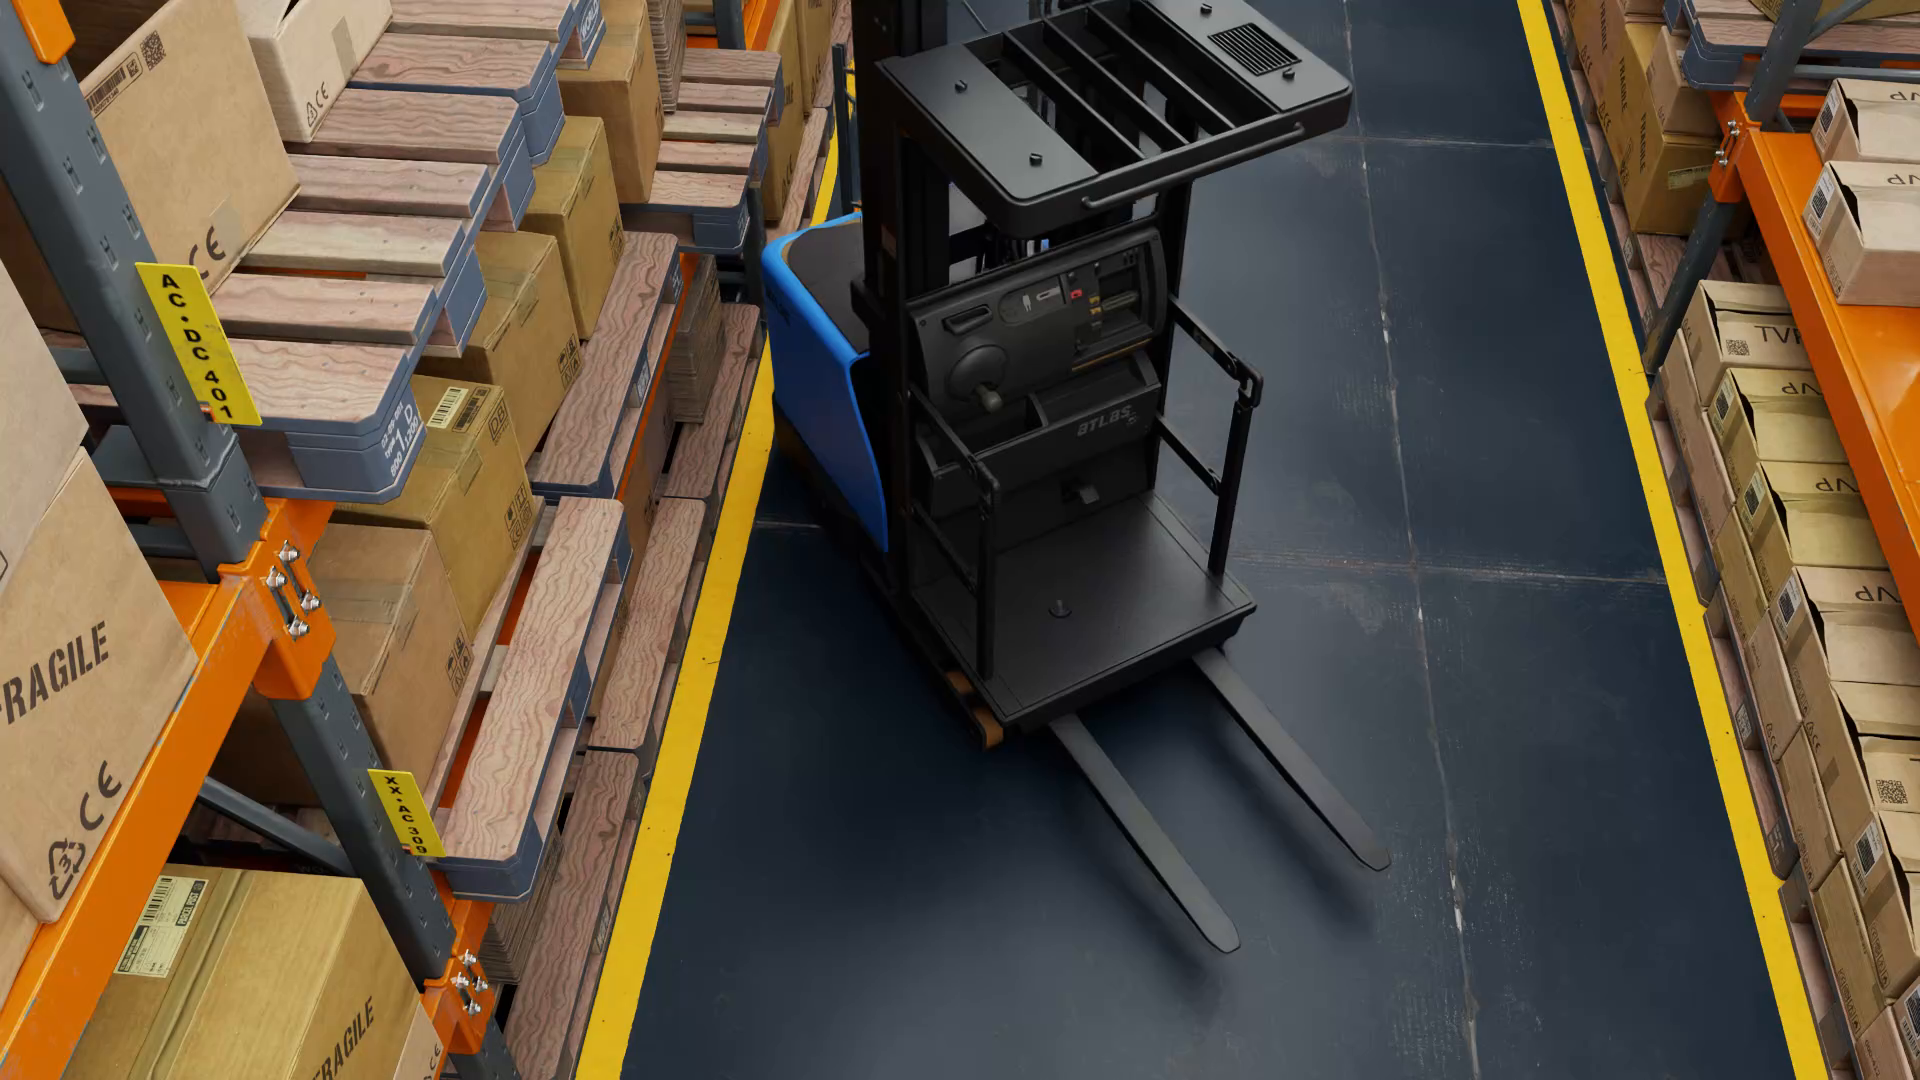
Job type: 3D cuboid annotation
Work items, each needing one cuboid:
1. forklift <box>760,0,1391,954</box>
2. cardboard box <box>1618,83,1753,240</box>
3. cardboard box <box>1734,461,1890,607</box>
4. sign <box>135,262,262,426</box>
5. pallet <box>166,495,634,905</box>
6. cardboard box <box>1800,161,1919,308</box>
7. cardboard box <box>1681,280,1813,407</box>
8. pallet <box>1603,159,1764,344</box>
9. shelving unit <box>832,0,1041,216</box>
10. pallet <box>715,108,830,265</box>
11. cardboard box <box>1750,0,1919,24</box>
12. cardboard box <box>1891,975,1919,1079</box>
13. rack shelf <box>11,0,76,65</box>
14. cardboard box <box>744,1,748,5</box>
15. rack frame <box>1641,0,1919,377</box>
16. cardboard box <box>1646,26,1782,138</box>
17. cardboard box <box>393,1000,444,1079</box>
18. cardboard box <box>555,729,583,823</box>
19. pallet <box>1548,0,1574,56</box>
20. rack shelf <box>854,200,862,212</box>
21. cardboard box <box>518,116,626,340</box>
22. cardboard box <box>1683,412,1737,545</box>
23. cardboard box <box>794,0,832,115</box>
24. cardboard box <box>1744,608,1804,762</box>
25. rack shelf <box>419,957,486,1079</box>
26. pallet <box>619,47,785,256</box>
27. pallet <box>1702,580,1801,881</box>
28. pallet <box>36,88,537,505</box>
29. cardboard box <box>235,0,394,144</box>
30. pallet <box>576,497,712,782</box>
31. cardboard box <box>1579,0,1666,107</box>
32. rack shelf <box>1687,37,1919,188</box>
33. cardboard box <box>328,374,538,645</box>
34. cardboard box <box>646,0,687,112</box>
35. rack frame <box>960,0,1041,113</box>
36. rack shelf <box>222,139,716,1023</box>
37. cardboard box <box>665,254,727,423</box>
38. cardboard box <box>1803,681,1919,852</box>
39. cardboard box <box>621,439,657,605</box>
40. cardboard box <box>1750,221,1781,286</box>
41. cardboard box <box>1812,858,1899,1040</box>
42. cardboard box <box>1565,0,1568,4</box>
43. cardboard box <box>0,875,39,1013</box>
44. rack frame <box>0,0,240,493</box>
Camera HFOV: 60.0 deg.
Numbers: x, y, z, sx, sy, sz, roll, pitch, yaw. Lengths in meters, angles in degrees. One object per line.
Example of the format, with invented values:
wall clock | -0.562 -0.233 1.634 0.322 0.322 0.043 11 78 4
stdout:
forklift | 0.385 -0.623 5.334 1.130 2.935 3.031 -23 51 -19
cardboard box | 3.415 -1.763 7.726 0.500 0.500 0.500 6 48 5
cardboard box | 3.135 -0.032 5.945 0.500 0.311 0.500 3 48 2
sign | -1.194 -0.302 2.610 0.100 0.325 0.005 4 48 4
pallet | -1.520 0.367 4.512 1.003 0.211 1.213 4 48 4
cardboard box | 3.289 -1.081 5.766 0.500 0.311 0.500 3 48 3
cardboard box | 3.223 -0.793 6.641 0.500 0.311 0.500 5 48 5
pallet | 3.669 -1.360 7.851 1.003 0.211 1.213 4 48 4
shelving unit | -0.072 -1.716 7.303 0.587 1.500 1.083 16 50 14
pallet | -1.223 -1.719 8.179 1.003 0.211 1.213 4 48 4
cardboard box | 3.508 -2.401 6.561 0.700 0.500 0.500 -11 48 -10
cardboard box | 2.950 1.464 4.577 0.500 0.311 0.500 4 48 4
rack shelf | -1.553 -2.263 3.480 1.077 0.370 4.000 4 48 4
cardboard box | -1.078 -2.418 7.086 0.380 0.149 0.250 4 48 4
rack frame | 3.563 -1.755 6.323 1.000 3.000 0.127 4 48 4
cardboard box | 3.416 -2.058 7.487 0.500 0.250 0.500 6 48 5
cardboard box | -1.476 1.266 3.647 0.500 0.250 0.500 4 48 4
cardboard box | -1.687 0.624 5.542 0.700 0.500 0.500 3 48 3
pallet | 3.891 -3.153 9.491 1.003 0.211 1.213 4 48 4
rack shelf | -0.075 -1.589 7.430 0.538 0.185 1.000 16 50 14
cardboard box | -1.495 -1.005 5.270 0.700 0.500 0.500 4 48 4
cardboard box | 3.178 -0.234 6.510 0.500 0.250 0.500 3 48 2
cardboard box | -1.086 -2.677 8.338 0.750 0.750 0.750 4 48 3
cardboard box | 3.090 0.525 5.816 0.500 0.250 0.500 5 48 4
rack shelf | -1.917 2.566 2.858 1.077 0.370 4.000 4 48 4
pallet | -1.329 -1.490 6.210 1.213 0.211 1.003 4 48 4
pallet | 3.336 0.682 5.983 1.003 0.211 1.213 4 48 4
pallet | -1.572 -0.542 3.307 1.213 0.211 1.003 4 48 4
cardboard box | -1.549 -1.119 3.484 0.500 0.311 0.500 5 48 5
pallet | -1.557 0.324 6.311 1.003 0.211 1.213 4 48 4
cardboard box | 3.504 -2.529 8.426 0.500 0.500 0.500 2 48 2
rack shelf | 3.745 -2.982 7.932 1.077 0.370 4.000 4 48 4
cardboard box | -1.596 -0.110 4.452 0.700 0.500 0.500 8 48 8
cardboard box | -1.403 -1.922 6.109 0.700 0.500 0.500 -1 48 -1
rack frame | 0.112 -2.059 7.617 0.500 1.500 0.032 16 50 14
rack shelf | -1.553 -0.373 5.546 1.077 0.370 4.000 4 48 4
cardboard box | -1.384 -0.858 6.898 0.700 0.500 0.500 4 48 4
cardboard box | 3.039 0.715 5.262 0.500 0.311 0.500 4 48 3
cardboard box | -1.564 -0.120 6.223 0.700 0.500 0.500 4 48 3
cardboard box | 3.889 -1.375 7.371 0.500 0.500 0.500 6 48 5
cardboard box | 2.996 1.275 5.130 0.500 0.250 0.500 3 48 3
cardboard box | 3.603 -3.268 9.102 0.500 0.500 0.500 4 48 4
cardboard box | -1.593 0.559 2.091 0.500 0.500 0.500 0 48 0
rack frame | -1.735 -1.171 1.723 1.000 3.000 0.127 4 48 4
